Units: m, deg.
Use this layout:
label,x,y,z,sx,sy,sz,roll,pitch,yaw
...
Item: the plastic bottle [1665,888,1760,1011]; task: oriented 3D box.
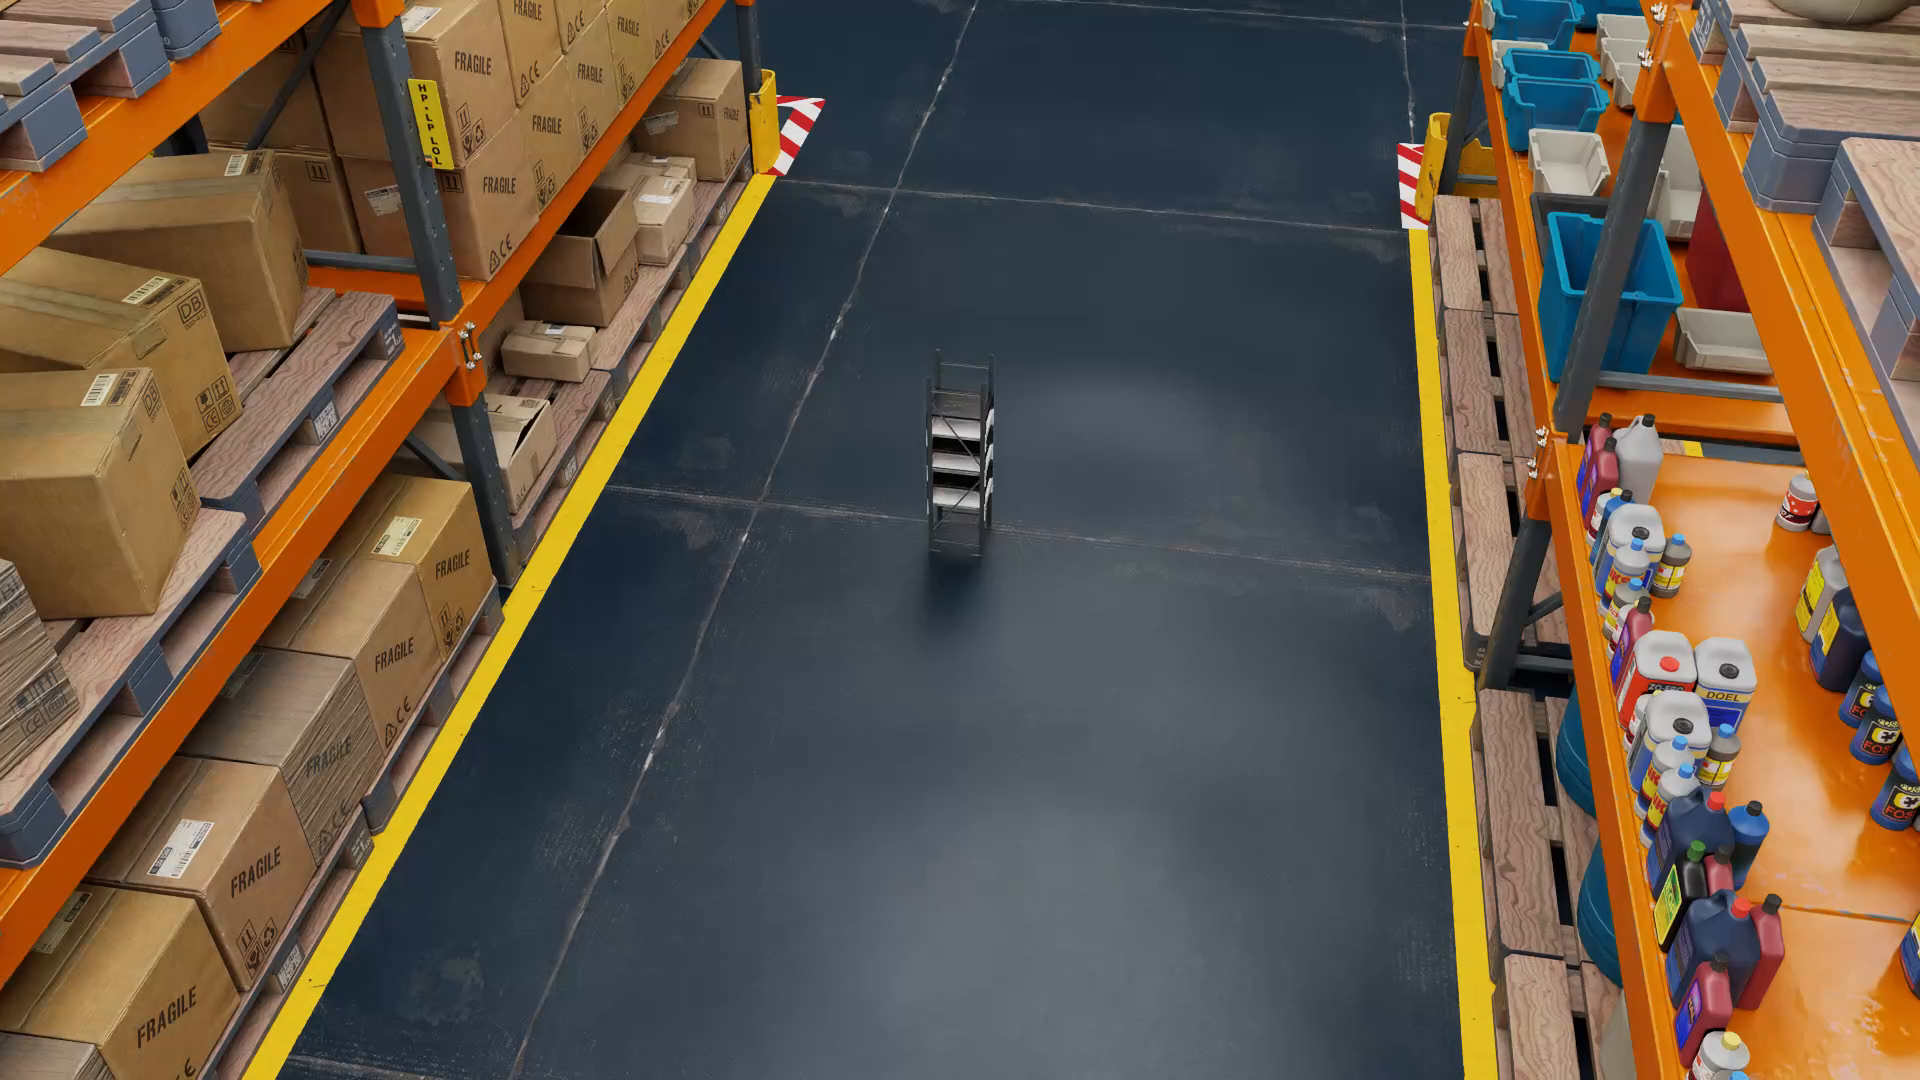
label,x,y,z,sx,sy,sz,roll,pitch,yaw
plastic bottle,1.739,0.927,3.813,0.144,0.351,0.185,6,40,8

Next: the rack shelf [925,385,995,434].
label,x,y,z,sx,sy,sz,roll,pitch,yaw
rack shelf,0.001,-0.534,6.819,0.258,0.077,0.200,6,40,8

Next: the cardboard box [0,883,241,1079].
label,x,y,z,sx,sy,sz,roll,pitch,yaw
cardboard box,-2.518,1.369,4.856,0.500,0.500,0.500,6,40,7

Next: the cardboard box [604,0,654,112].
label,x,y,z,sx,sy,sz,roll,pitch,yaw
cardboard box,-1.746,-2.320,7.624,0.500,0.500,0.500,6,40,7

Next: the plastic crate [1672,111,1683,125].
label,x,y,z,sx,sy,sz,roll,pitch,yaw
plastic crate,3.104,-1.641,6.965,0.416,0.233,0.300,6,40,8

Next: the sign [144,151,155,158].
label,x,y,z,sx,sy,sz,roll,pitch,yaw
sign,-2.899,-1.426,5.941,0.100,0.325,0.005,6,40,8

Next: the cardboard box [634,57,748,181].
label,x,y,z,sx,sy,sz,roll,pitch,yaw
cardboard box,-1.523,-2.386,9.398,0.500,0.500,0.500,6,40,8

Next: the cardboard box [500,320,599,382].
label,x,y,z,sx,sy,sz,roll,pitch,yaw
cardboard box,-1.938,-0.899,7.861,0.380,0.166,0.250,6,40,8

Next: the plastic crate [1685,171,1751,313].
label,x,y,z,sx,sy,sz,roll,pitch,yaw
plastic crate,2.916,-1.069,6.092,0.402,0.464,0.583,6,40,8

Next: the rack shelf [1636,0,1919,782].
label,x,y,z,sx,sy,sz,roll,pitch,yaw
rack shelf,2.169,-0.112,3.243,1.077,0.370,4.000,6,40,8

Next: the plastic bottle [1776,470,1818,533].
label,x,y,z,sx,sy,sz,roll,pitch,yaw
plastic bottle,2.639,-0.131,5.211,0.097,0.201,0.097,0,40,0

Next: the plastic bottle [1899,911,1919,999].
label,x,y,z,sx,sy,sz,roll,pitch,yaw
plastic bottle,2.314,0.902,3.844,0.144,0.351,0.185,6,40,8

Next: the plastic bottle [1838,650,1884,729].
label,x,y,z,sx,sy,sz,roll,pitch,yaw
plastic bottle,2.488,0.387,4.528,0.097,0.271,0.097,0,40,0

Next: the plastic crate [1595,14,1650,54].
label,x,y,z,sx,sy,sz,roll,pitch,yaw
plastic crate,3.244,-2.389,7.945,0.396,0.136,0.243,6,40,8

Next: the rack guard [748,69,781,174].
label,x,y,z,sx,sy,sz,roll,pitch,yaw
rack guard,-1.684,-2.537,9.926,1.175,0.500,0.348,6,40,8

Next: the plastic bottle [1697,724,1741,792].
label,x,y,z,sx,sy,sz,roll,pitch,yaw
plastic bottle,1.985,0.565,4.369,0.097,0.201,0.097,0,40,0

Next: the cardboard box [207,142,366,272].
label,x,y,z,sx,sy,sz,roll,pitch,yaw
cardboard box,-2.530,-1.418,6.533,0.500,0.500,0.500,7,40,8

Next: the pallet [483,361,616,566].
label,x,y,z,sx,sy,sz,roll,pitch,yaw
pallet,-2.244,-0.394,7.560,1.003,0.211,1.213,6,40,8

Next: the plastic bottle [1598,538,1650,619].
label,x,y,z,sx,sy,sz,roll,pitch,yaw
plastic bottle,1.949,0.109,4.866,0.097,0.271,0.097,0,40,0

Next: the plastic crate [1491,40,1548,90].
label,x,y,z,sx,sy,sz,roll,pitch,yaw
plastic crate,2.585,-2.184,7.698,0.250,0.136,0.298,6,40,8

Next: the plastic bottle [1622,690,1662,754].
label,x,y,z,sx,sy,sz,roll,pitch,yaw
plastic bottle,1.852,0.487,4.463,0.097,0.201,0.097,0,40,0

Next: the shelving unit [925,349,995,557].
label,x,y,z,sx,sy,sz,roll,pitch,yaw
shelving unit,0.001,-0.352,6.969,0.258,0.900,0.210,6,40,8

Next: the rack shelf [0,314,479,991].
label,x,y,z,sx,sy,sz,roll,pitch,yaw
rack shelf,-2.709,0.495,4.862,1.077,0.370,4.000,6,40,8

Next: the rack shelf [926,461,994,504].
label,x,y,z,sx,sy,sz,roll,pitch,yaw
rack shelf,0.001,-0.257,7.048,0.258,0.077,0.200,6,40,8

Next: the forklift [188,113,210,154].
label,x,y,z,sx,sy,sz,roll,pitch,yaw
forklift,-4.252,-3.132,8.738,1.130,2.935,3.031,9,40,10

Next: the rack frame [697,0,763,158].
label,x,y,z,sx,sy,sz,roll,pitch,yaw
rack frame,-1.671,-3.548,9.187,1.000,3.000,0.127,6,40,8

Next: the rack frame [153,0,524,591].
label,x,y,z,sx,sy,sz,roll,pitch,yaw
rack frame,-2.363,-1.037,6.151,1.000,3.000,0.127,6,40,8

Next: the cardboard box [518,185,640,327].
label,x,y,z,sx,sy,sz,roll,pitch,yaw
cardboard box,-2.043,-1.424,8.233,0.797,0.503,0.637,6,40,8

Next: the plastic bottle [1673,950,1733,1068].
label,x,y,z,sx,sy,sz,roll,pitch,yaw
plastic bottle,1.670,1.048,3.720,0.061,0.283,0.133,6,40,8

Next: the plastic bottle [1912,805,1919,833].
label,x,y,z,sx,sy,sz,roll,pitch,yaw
plastic bottle,2.551,0.618,4.246,0.152,0.276,0.135,6,40,8

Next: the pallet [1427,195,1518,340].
label,x,y,z,sx,sy,sz,roll,pitch,yaw
pallet,3.026,-1.411,8.791,1.003,0.211,1.213,6,40,8

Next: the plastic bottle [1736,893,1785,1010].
label,x,y,z,sx,sy,sz,roll,pitch,yaw
plastic bottle,1.844,0.948,3.841,0.061,0.283,0.133,6,40,8

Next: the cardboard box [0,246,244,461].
label,x,y,z,sx,sy,sz,roll,pitch,yaw
cardboard box,-2.722,-0.527,5.125,0.700,0.500,0.500,12,41,15

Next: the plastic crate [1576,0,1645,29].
label,x,y,z,sx,sy,sz,roll,pitch,yaw
plastic crate,3.333,-2.805,8.214,0.616,0.435,0.499,6,40,8

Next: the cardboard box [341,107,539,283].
label,x,y,z,sx,sy,sz,roll,pitch,yaw
cardboard box,-2.007,-1.366,6.469,0.500,0.500,0.500,7,40,9

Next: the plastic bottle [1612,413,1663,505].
label,x,y,z,sx,sy,sz,roll,pitch,yaw
plastic bottle,2.128,-0.259,5.248,0.144,0.351,0.185,6,40,8

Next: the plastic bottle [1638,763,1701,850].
label,x,y,z,sx,sy,sz,roll,pitch,yaw
plastic bottle,1.795,0.667,4.191,0.097,0.271,0.097,0,40,0

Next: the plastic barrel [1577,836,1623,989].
label,x,y,z,sx,sy,sz,roll,pitch,yaw
plastic barrel,2.281,0.942,5.074,0.600,0.901,0.708,6,40,8

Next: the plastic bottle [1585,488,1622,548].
label,x,y,z,sx,sy,sz,roll,pitch,yaw
plastic bottle,2.006,-0.071,5.138,0.097,0.201,0.097,0,40,0

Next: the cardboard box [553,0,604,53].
label,x,y,z,sx,sy,sz,roll,pitch,yaw
cardboard box,-1.826,-2.372,6.902,0.500,0.500,0.500,5,40,6

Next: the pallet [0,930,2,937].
label,x,y,z,sx,sy,sz,roll,pitch,yaw
pallet,-3.007,1.114,3.699,1.213,0.211,1.003,6,40,8

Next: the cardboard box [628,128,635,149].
label,x,y,z,sx,sy,sz,roll,pitch,yaw
cardboard box,-2.082,-2.394,9.683,0.380,0.149,0.250,6,40,8

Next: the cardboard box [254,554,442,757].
label,x,y,z,sx,sy,sz,roll,pitch,yaw
cardboard box,-2.260,0.407,6.020,0.500,0.500,0.500,7,40,8

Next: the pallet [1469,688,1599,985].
label,x,y,z,sx,sy,sz,roll,pitch,yaw
pallet,2.340,1.065,5.796,1.003,0.211,1.213,6,40,8

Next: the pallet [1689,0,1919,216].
label,x,y,z,sx,sy,sz,roll,pitch,yaw
pallet,2.475,-1.069,3.984,1.213,0.211,1.003,6,40,8

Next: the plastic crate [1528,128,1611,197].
label,x,y,z,sx,sy,sz,roll,pitch,yaw
plastic crate,2.520,-1.536,6.914,0.293,0.136,0.466,6,40,8
